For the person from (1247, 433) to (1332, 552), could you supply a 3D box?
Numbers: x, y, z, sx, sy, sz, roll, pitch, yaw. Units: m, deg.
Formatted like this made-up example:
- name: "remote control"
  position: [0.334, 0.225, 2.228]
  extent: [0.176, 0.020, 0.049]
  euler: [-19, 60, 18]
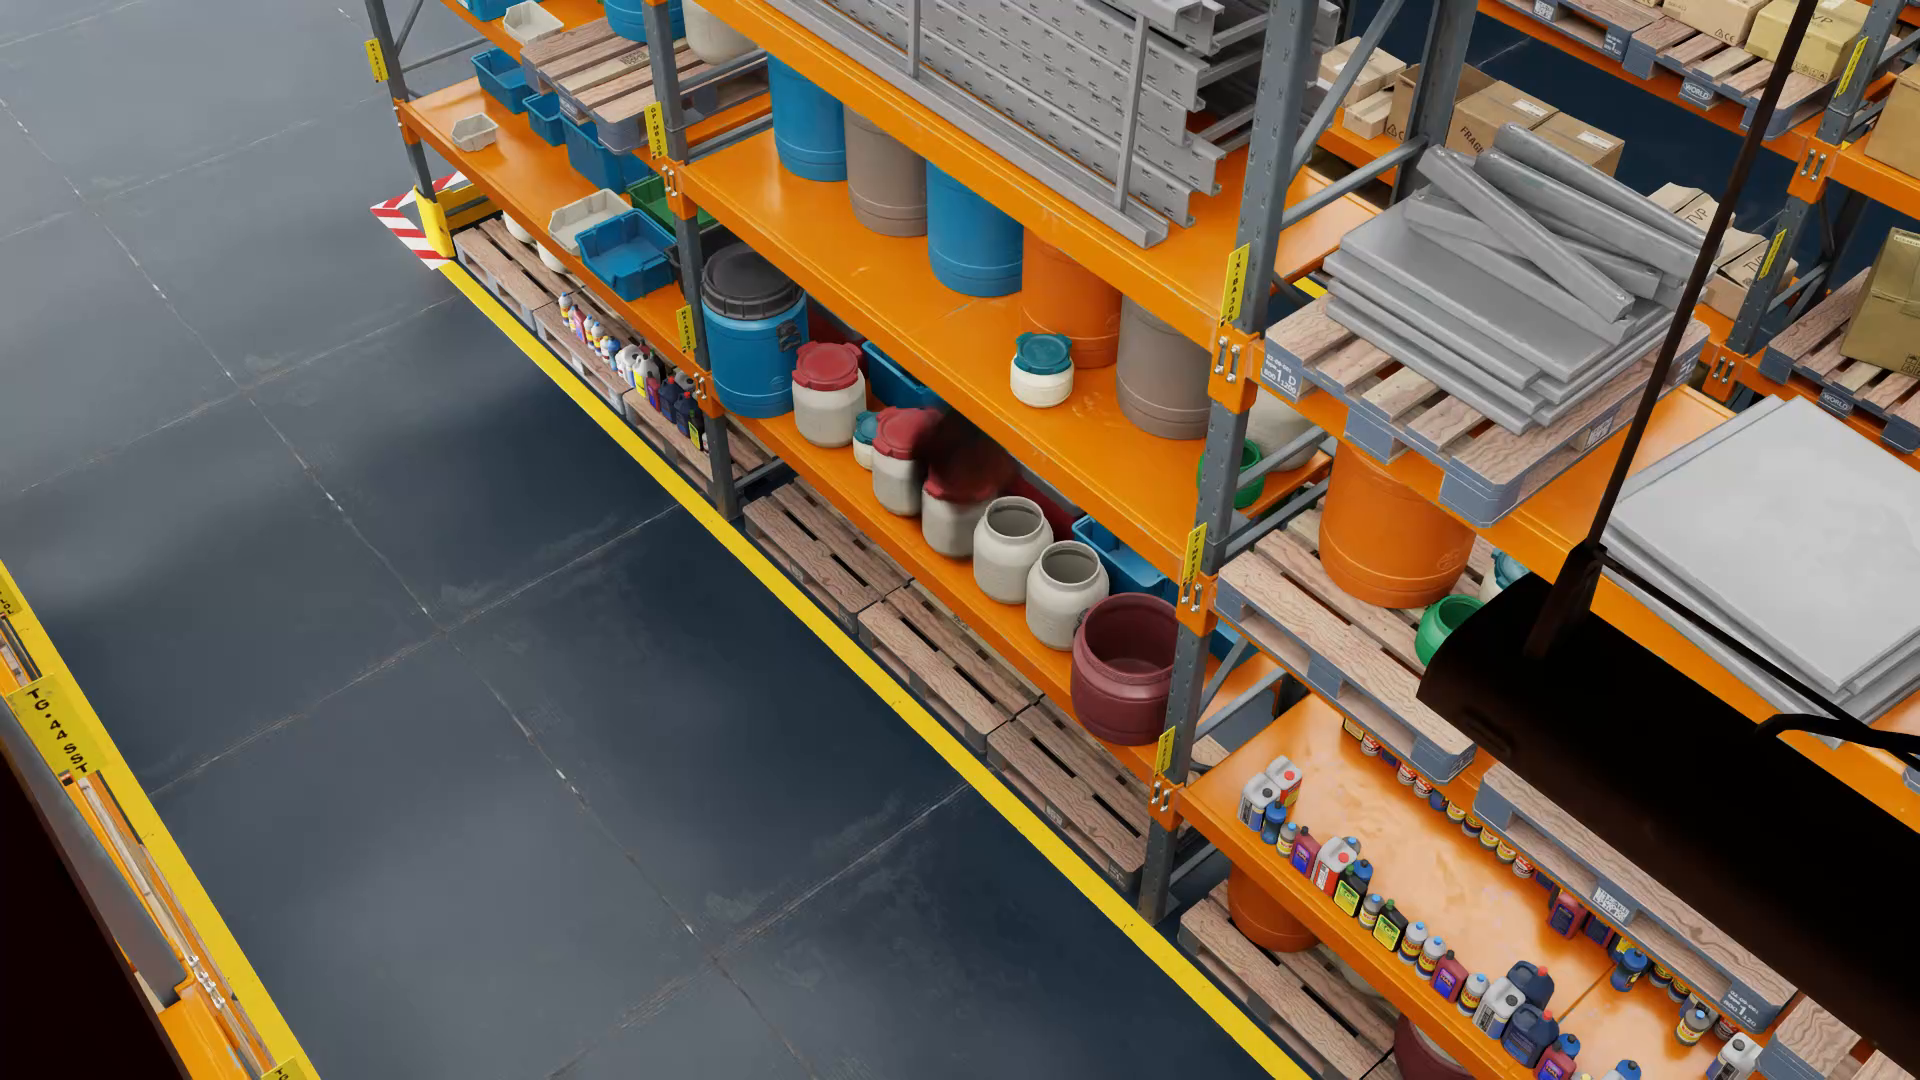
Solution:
- name: "person"
  position: [2.000, -0.375, 9.697]
  extent: [0.445, 1.785, 0.565]
  euler: [-30, 53, -25]
